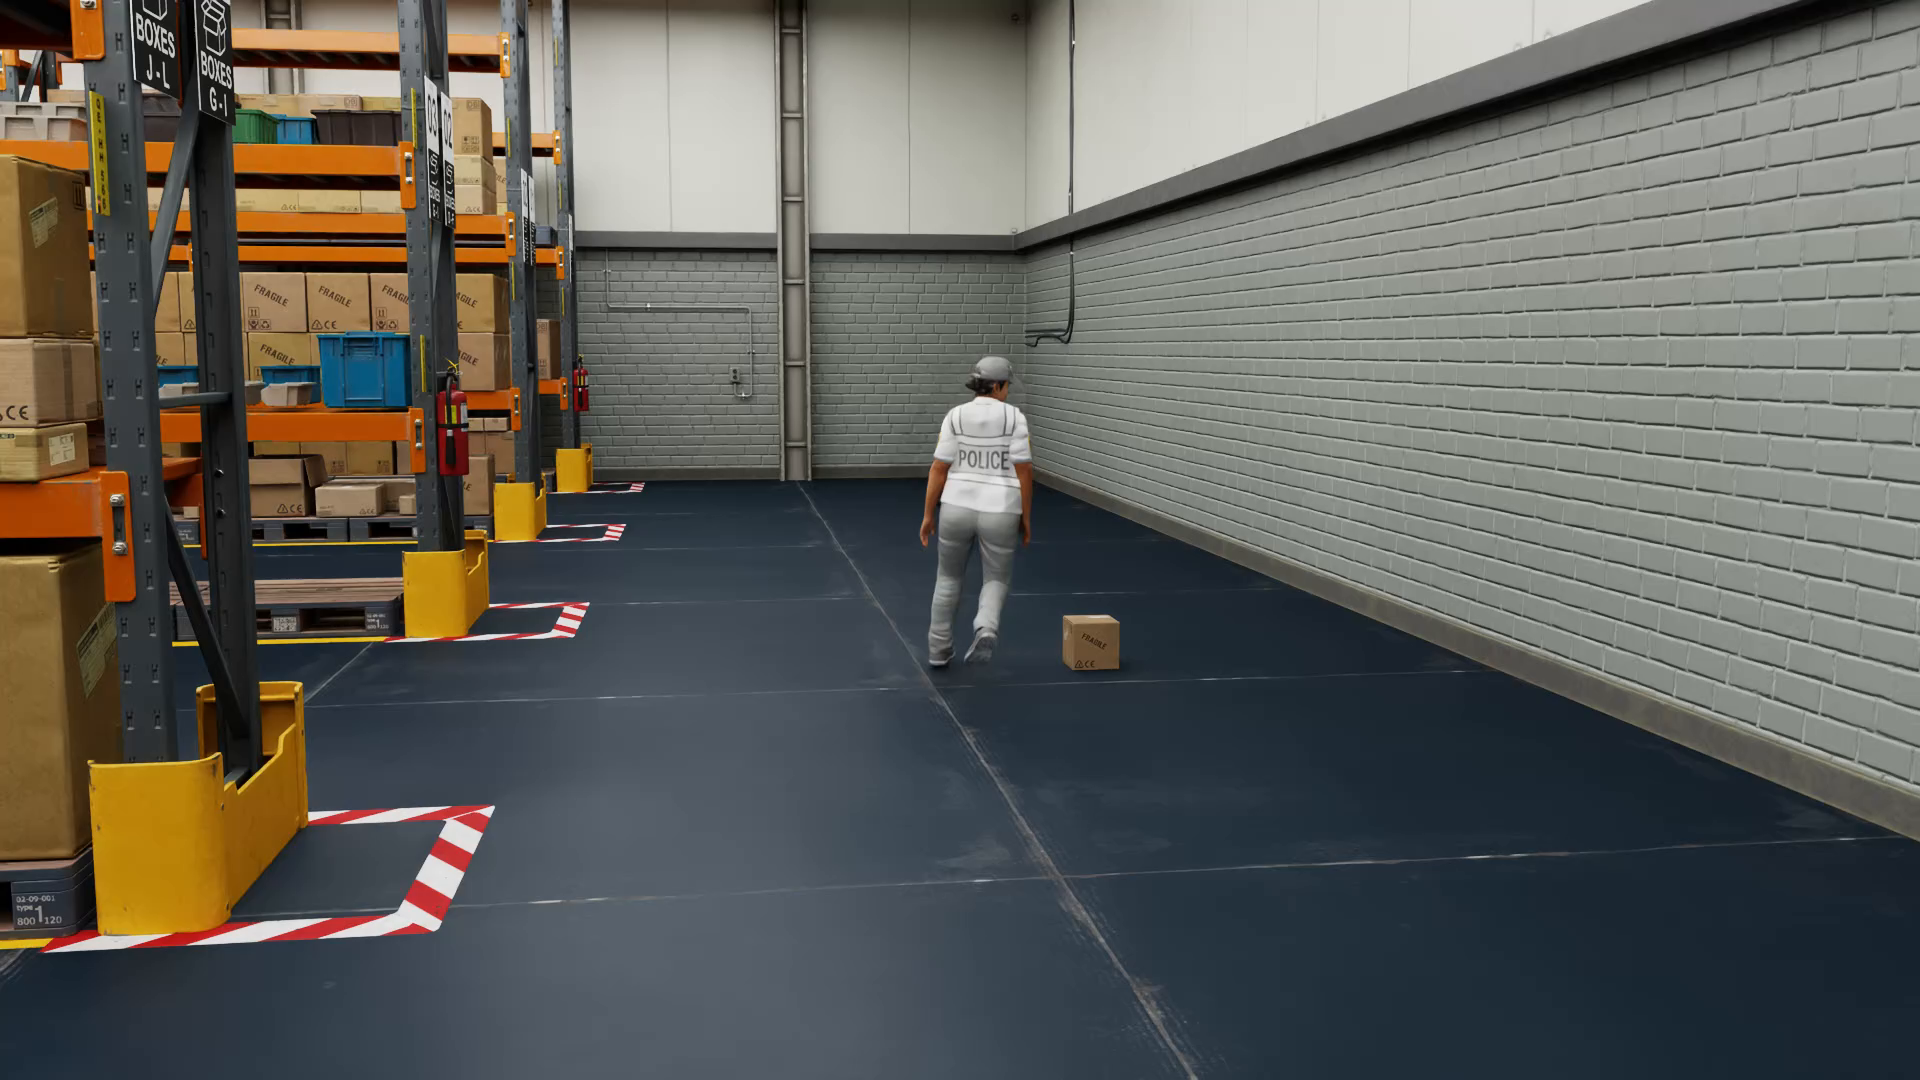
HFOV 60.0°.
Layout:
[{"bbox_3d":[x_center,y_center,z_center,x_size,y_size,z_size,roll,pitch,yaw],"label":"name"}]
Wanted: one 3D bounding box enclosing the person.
[{"bbox_3d":[0.084,-0.132,8.453,0.576,1.604,0.758,0,7,4],"label":"person"}]
